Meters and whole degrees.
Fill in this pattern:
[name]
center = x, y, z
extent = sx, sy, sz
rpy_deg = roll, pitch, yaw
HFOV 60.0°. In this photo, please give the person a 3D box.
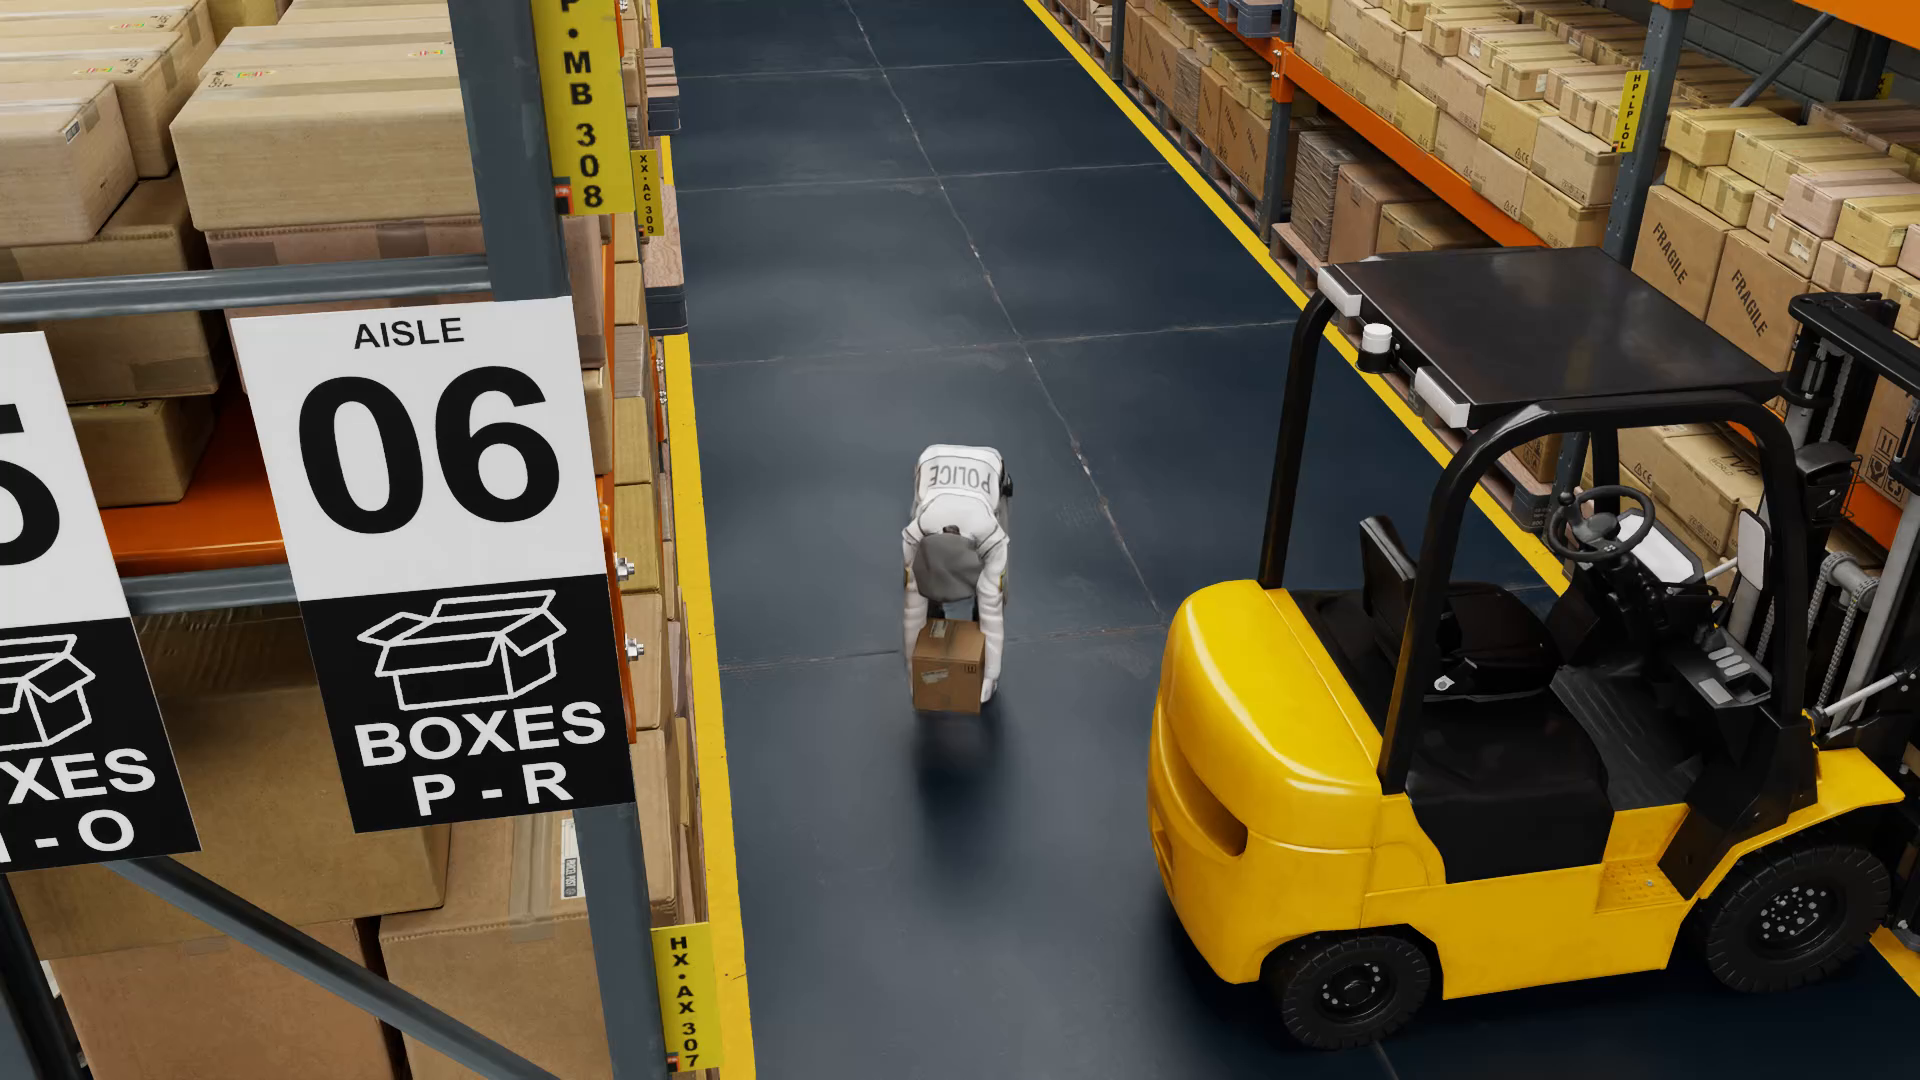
[person]
center = -0.018, 0.214, 6.409
extent = 0.426, 1.014, 0.919
rpy_deg = 3, 31, 5
